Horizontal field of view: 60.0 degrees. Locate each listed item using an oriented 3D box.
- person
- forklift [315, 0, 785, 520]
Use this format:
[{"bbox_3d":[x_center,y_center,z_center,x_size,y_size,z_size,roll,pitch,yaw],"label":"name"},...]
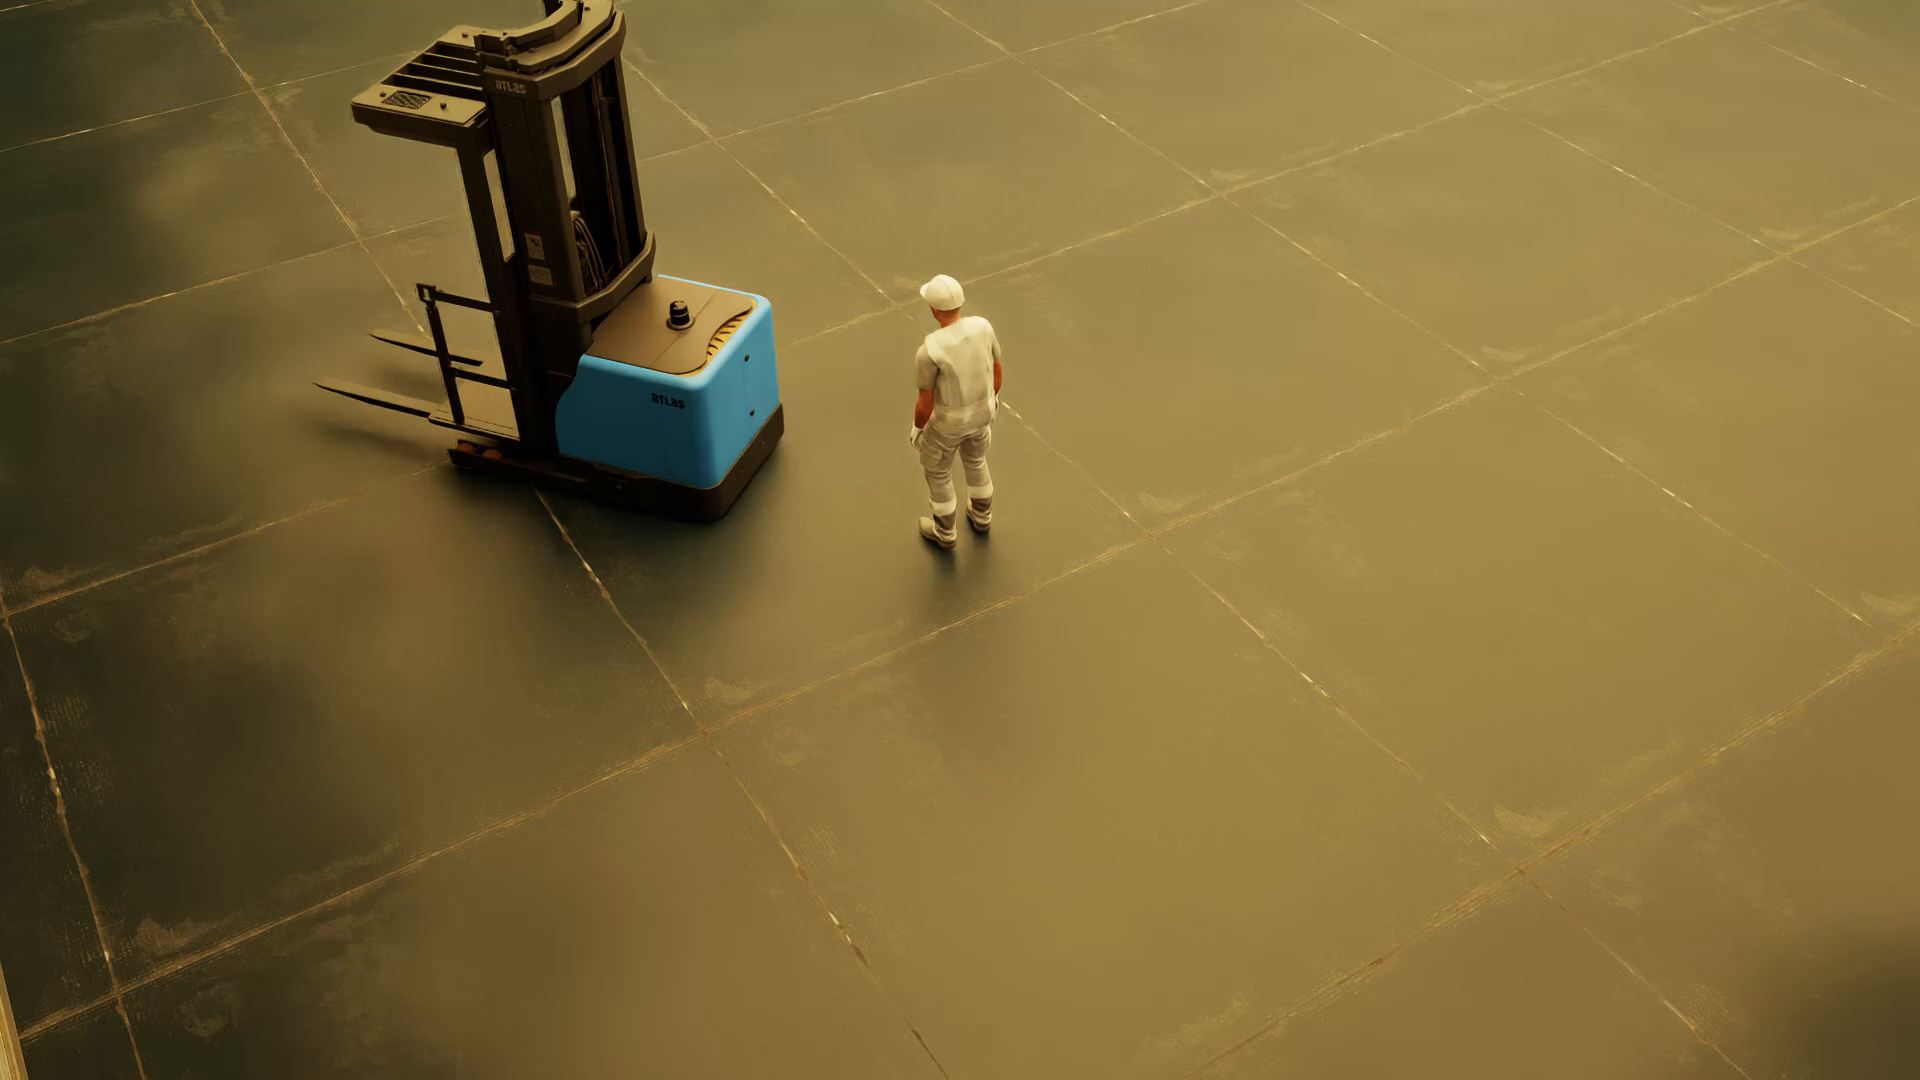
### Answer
[{"bbox_3d":[-0.031,-0.720,9.515,0.608,1.776,0.452,-24,47,-25],"label":"person"},{"bbox_3d":[-2.711,-1.825,9.959,3.031,2.935,1.130,14,43,15],"label":"forklift"}]
